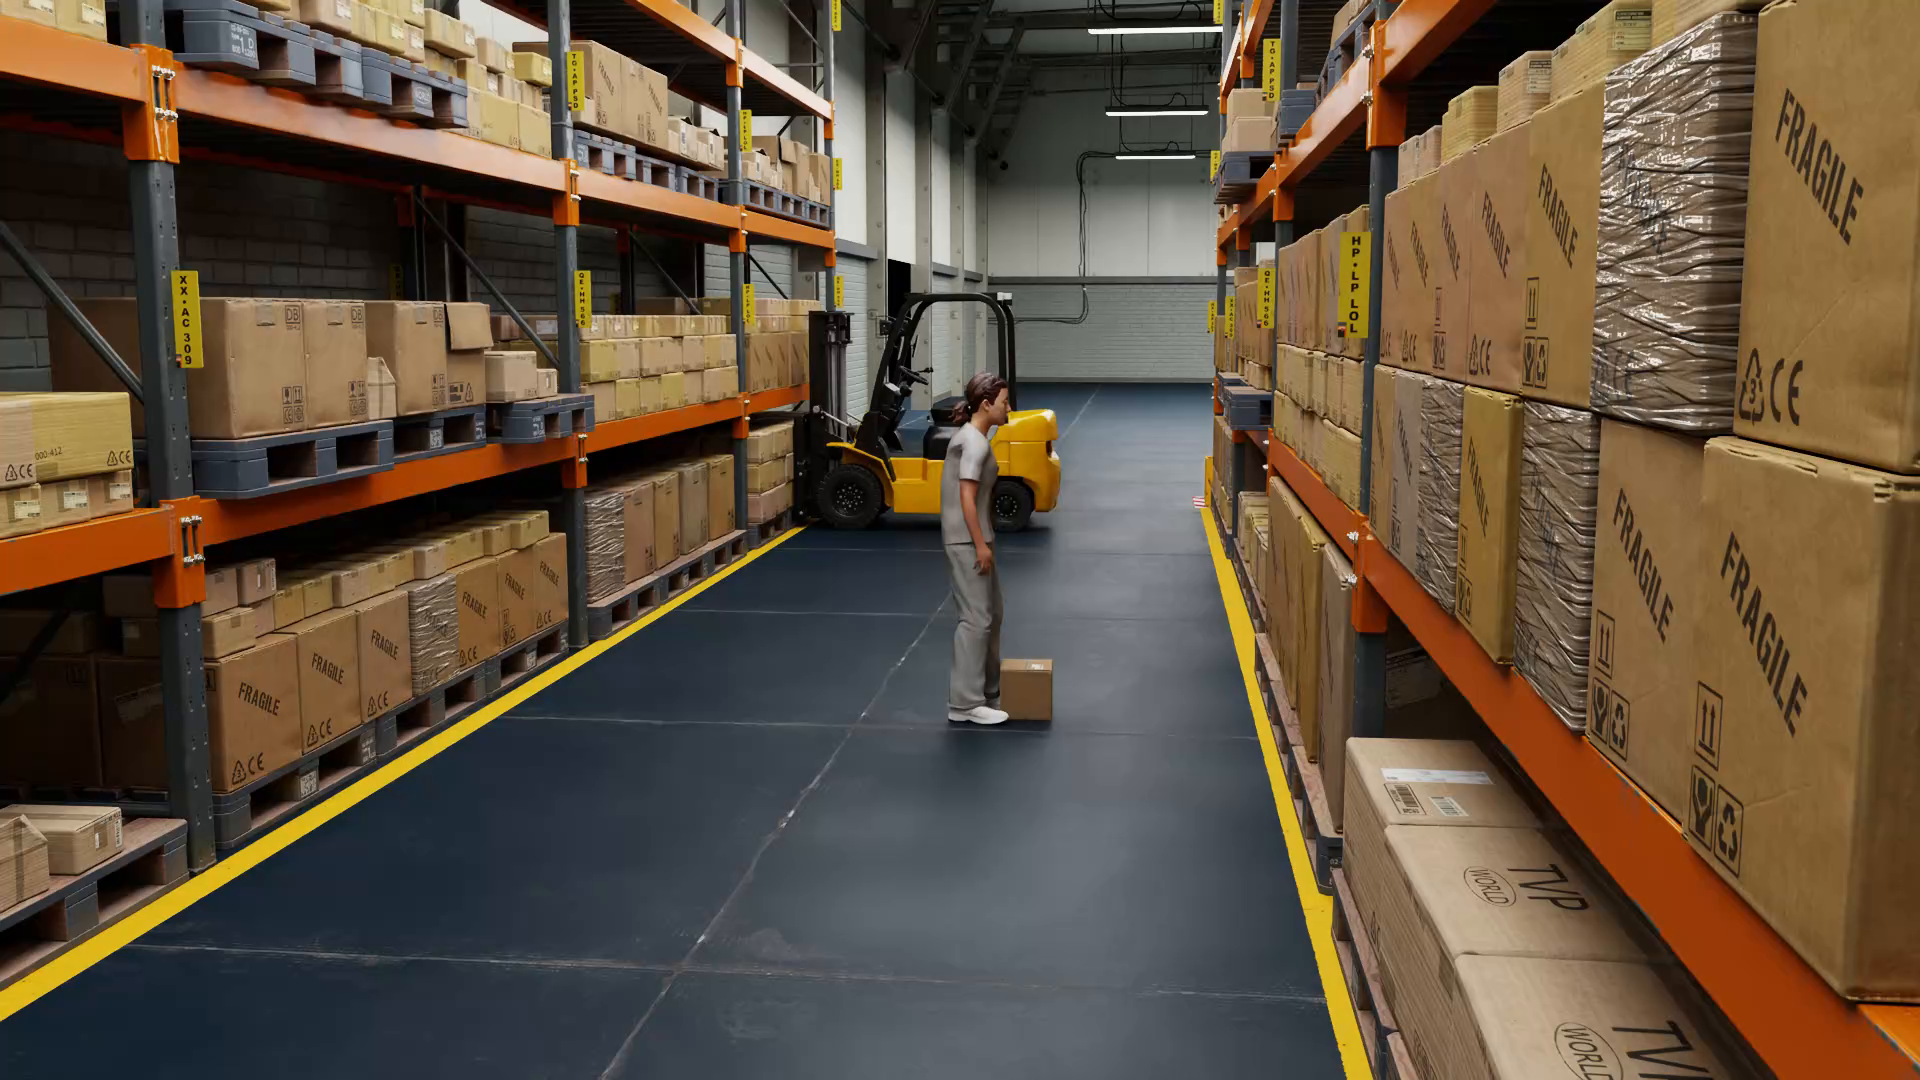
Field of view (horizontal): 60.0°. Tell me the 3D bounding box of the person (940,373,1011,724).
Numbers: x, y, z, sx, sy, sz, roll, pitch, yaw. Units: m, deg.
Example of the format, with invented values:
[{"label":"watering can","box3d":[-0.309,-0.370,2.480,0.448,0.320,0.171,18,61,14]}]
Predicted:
[{"label":"person","box3d":[0.109,0.027,8.101,0.409,1.673,0.514,0,8,3]}]
